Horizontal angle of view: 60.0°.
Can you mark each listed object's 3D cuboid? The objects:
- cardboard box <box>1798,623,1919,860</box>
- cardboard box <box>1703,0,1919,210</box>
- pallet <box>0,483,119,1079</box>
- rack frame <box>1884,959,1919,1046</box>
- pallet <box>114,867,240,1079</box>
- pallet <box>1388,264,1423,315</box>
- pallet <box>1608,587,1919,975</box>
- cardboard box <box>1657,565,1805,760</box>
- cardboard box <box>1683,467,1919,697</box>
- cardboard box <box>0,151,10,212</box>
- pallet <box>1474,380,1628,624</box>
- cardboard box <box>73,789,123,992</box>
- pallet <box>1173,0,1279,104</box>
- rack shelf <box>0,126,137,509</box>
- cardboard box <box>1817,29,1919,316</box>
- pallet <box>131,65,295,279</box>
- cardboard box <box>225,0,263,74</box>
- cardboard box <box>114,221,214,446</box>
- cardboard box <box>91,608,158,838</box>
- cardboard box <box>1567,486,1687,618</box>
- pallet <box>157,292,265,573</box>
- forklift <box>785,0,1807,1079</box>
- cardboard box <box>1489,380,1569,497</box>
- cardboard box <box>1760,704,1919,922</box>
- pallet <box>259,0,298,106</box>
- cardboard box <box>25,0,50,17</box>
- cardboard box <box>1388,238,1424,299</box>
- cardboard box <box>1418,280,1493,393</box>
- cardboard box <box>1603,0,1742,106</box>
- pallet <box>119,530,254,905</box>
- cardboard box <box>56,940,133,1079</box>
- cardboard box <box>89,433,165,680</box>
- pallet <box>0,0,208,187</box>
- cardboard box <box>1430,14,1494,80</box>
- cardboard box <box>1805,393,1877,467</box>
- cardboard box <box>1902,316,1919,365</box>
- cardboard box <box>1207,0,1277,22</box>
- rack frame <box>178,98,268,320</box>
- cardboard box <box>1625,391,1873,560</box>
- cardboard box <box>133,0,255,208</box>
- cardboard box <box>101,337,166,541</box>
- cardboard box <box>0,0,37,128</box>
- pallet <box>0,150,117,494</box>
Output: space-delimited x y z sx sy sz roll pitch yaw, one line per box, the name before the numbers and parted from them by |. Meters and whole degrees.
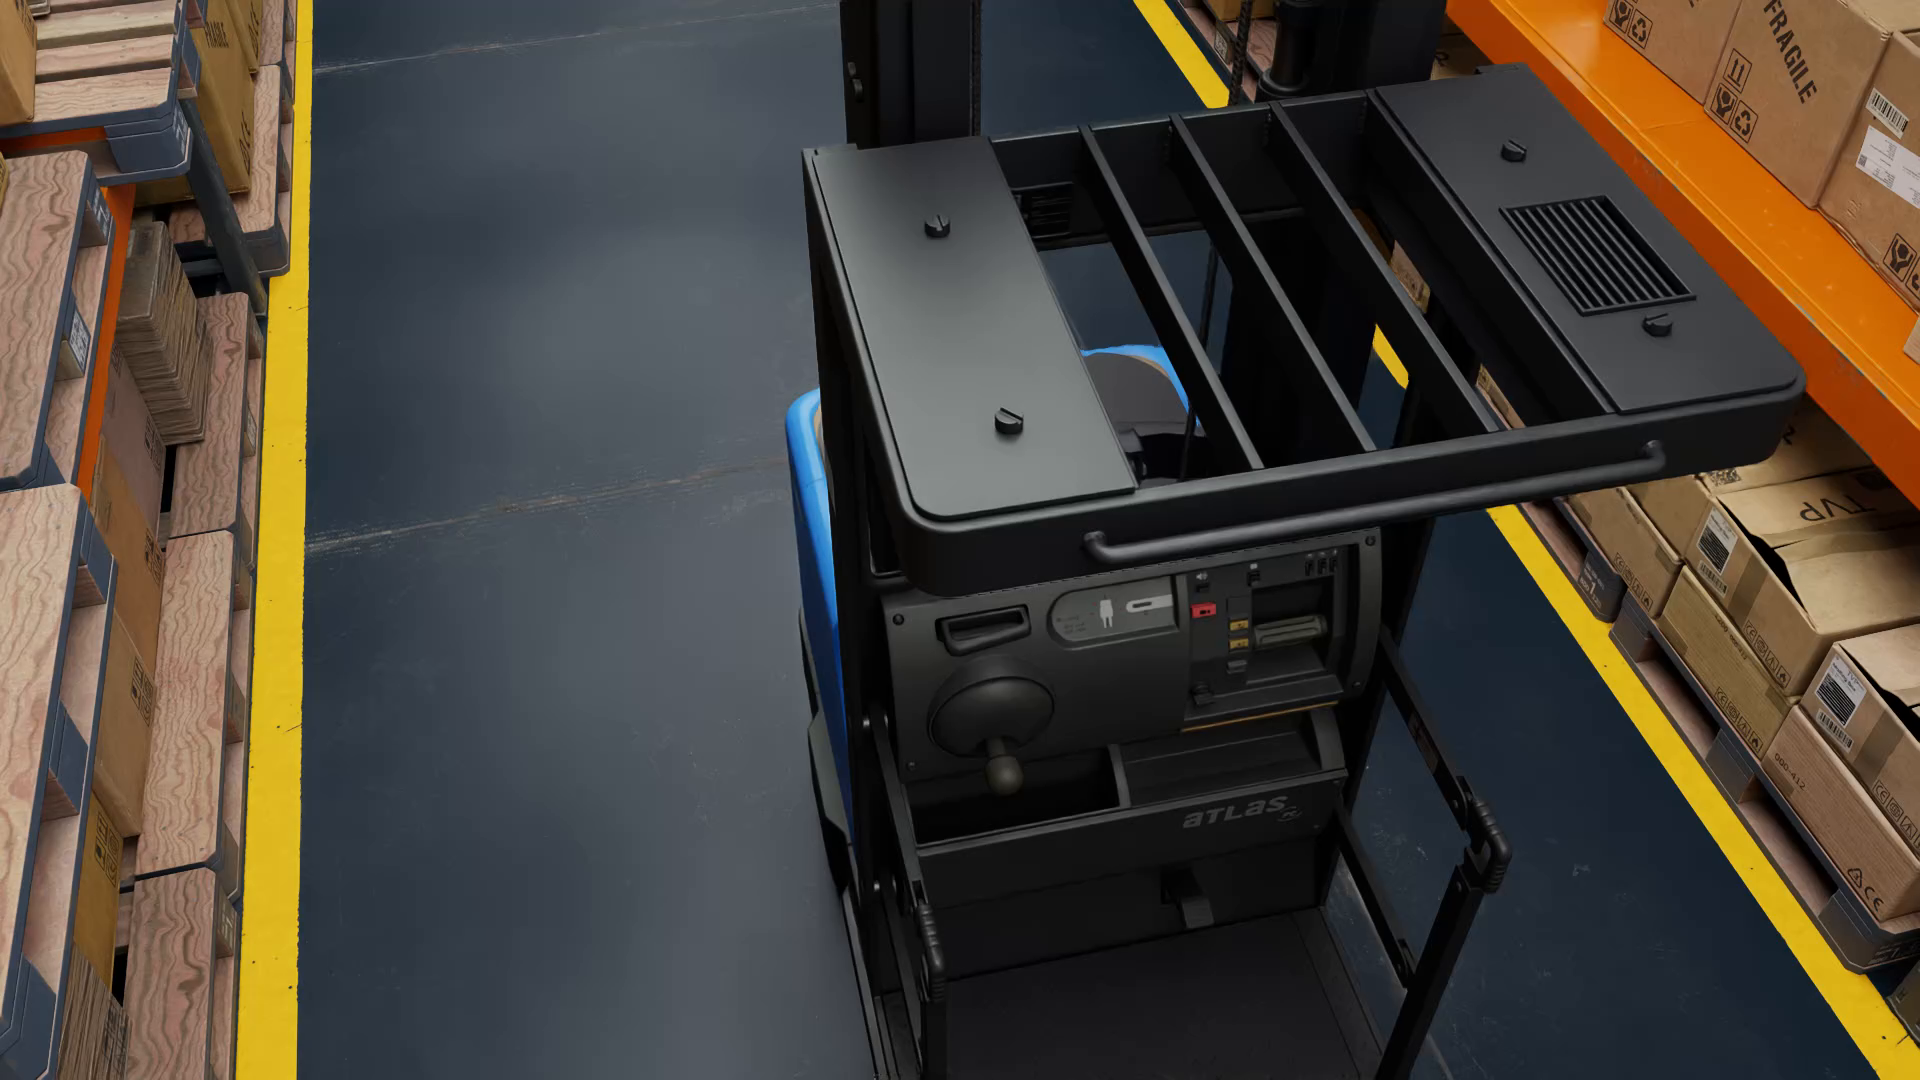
cardboard box | 2.414 0.437 3.960 0.500 0.311 0.500 -11 47 -10
cardboard box | 2.351 -1.233 4.288 0.500 0.500 0.500 -11 47 -10
pallet | -2.048 0.466 2.827 1.003 0.211 1.213 -11 47 -10
rack frame | 2.795 0.045 3.106 1.000 3.000 0.127 -11 47 -10
pallet | -2.194 1.392 3.738 1.003 0.211 1.213 -11 47 -10
pallet | 1.944 -1.165 6.244 1.003 0.211 1.213 -11 47 -10
pallet | 2.568 0.519 4.593 1.003 0.211 1.213 -11 47 -10
cardboard box | 2.280 0.278 4.509 0.500 0.250 0.500 -11 47 -11
cardboard box | 2.275 0.079 4.311 0.500 0.311 0.500 -10 46 -9
cardboard box | -2.547 -0.819 3.574 0.700 0.500 0.500 -11 47 -10
pallet | 2.252 -0.324 5.420 1.003 0.211 1.213 -11 47 -10
cardboard box | -2.378 0.822 3.787 0.700 0.500 0.500 -12 47 -11
pallet | 1.616 -2.263 7.320 1.003 0.211 1.213 -11 47 -10
rack shelf | -2.505 -0.176 3.826 1.077 0.370 4.000 -11 47 -10
cardboard box | 2.479 -0.887 3.949 0.500 0.500 0.500 -8 46 -7
pallet | -3.146 -1.390 6.465 1.003 0.211 1.213 -11 47 -10
cardboard box | -3.297 -2.341 6.655 0.750 0.750 0.750 -11 47 -11
cardboard box | -2.782 -0.600 5.180 0.700 0.500 0.500 -10 46 -10
cardboard box | -2.470 0.462 4.139 0.700 0.500 0.500 -10 46 -10
cardboard box | 2.149 -0.076 4.855 0.500 0.250 0.500 -10 46 -9
pallet | -2.818 -0.293 5.389 1.003 0.211 1.213 -11 47 -10
forklift | 0.376 0.308 2.896 1.130 2.935 3.031 -9 46 -9
cardboard box | 2.020 -0.427 5.200 0.500 0.250 0.500 -10 46 -10
cardboard box | 2.408 0.627 4.166 0.500 0.250 0.500 -11 47 -11
pallet | -3.455 -2.231 7.289 1.003 0.211 1.213 -11 47 -10
cardboard box | -2.887 -1.675 4.413 0.700 0.500 0.500 -16 48 -15
cardboard box | 1.750 -1.139 5.897 0.500 0.250 0.500 -12 47 -11
cardboard box | 1.889 -0.781 5.547 0.500 0.250 0.500 -12 47 -11
cardboard box | 2.216 -1.596 4.644 0.500 0.500 0.500 -13 47 -12
pallet | -2.510 0.548 4.565 1.003 0.211 1.213 -11 47 -10
cardboard box | -2.198 1.169 3.446 0.700 0.500 0.500 -9 46 -9
cardboard box | -2.608 0.115 4.479 0.700 0.500 0.500 -11 47 -11
pallet | -2.732 -1.269 4.527 1.213 0.211 1.003 -11 47 -10
cardboard box | 1.621 -1.682 6.037 0.500 0.311 0.500 -9 46 -9
cardboard box | 2.673 -0.370 4.751 0.500 0.311 0.500 -12 47 -12
cardboard box | 2.392 -0.481 3.716 0.396 0.266 0.258 -12 47 -11
cardboard box | 1.304 -2.599 7.139 0.500 0.500 0.500 -9 46 -9
rack frame | -3.017 -1.808 4.922 1.000 3.000 0.127 -11 47 -10
cardboard box | 2.149 -0.266 4.649 0.500 0.311 0.500 -11 47 -10
cardboard box | -3.078 -1.735 6.061 0.750 0.750 0.750 -11 47 -11
cardboard box | -2.763 -0.223 4.810 0.700 0.500 0.500 -11 47 -10
cardboard box | -2.718 -1.294 4.040 0.700 0.500 0.500 -15 47 -14
pallet | -2.471 -0.382 3.658 1.003 0.211 1.213 -11 47 -10
